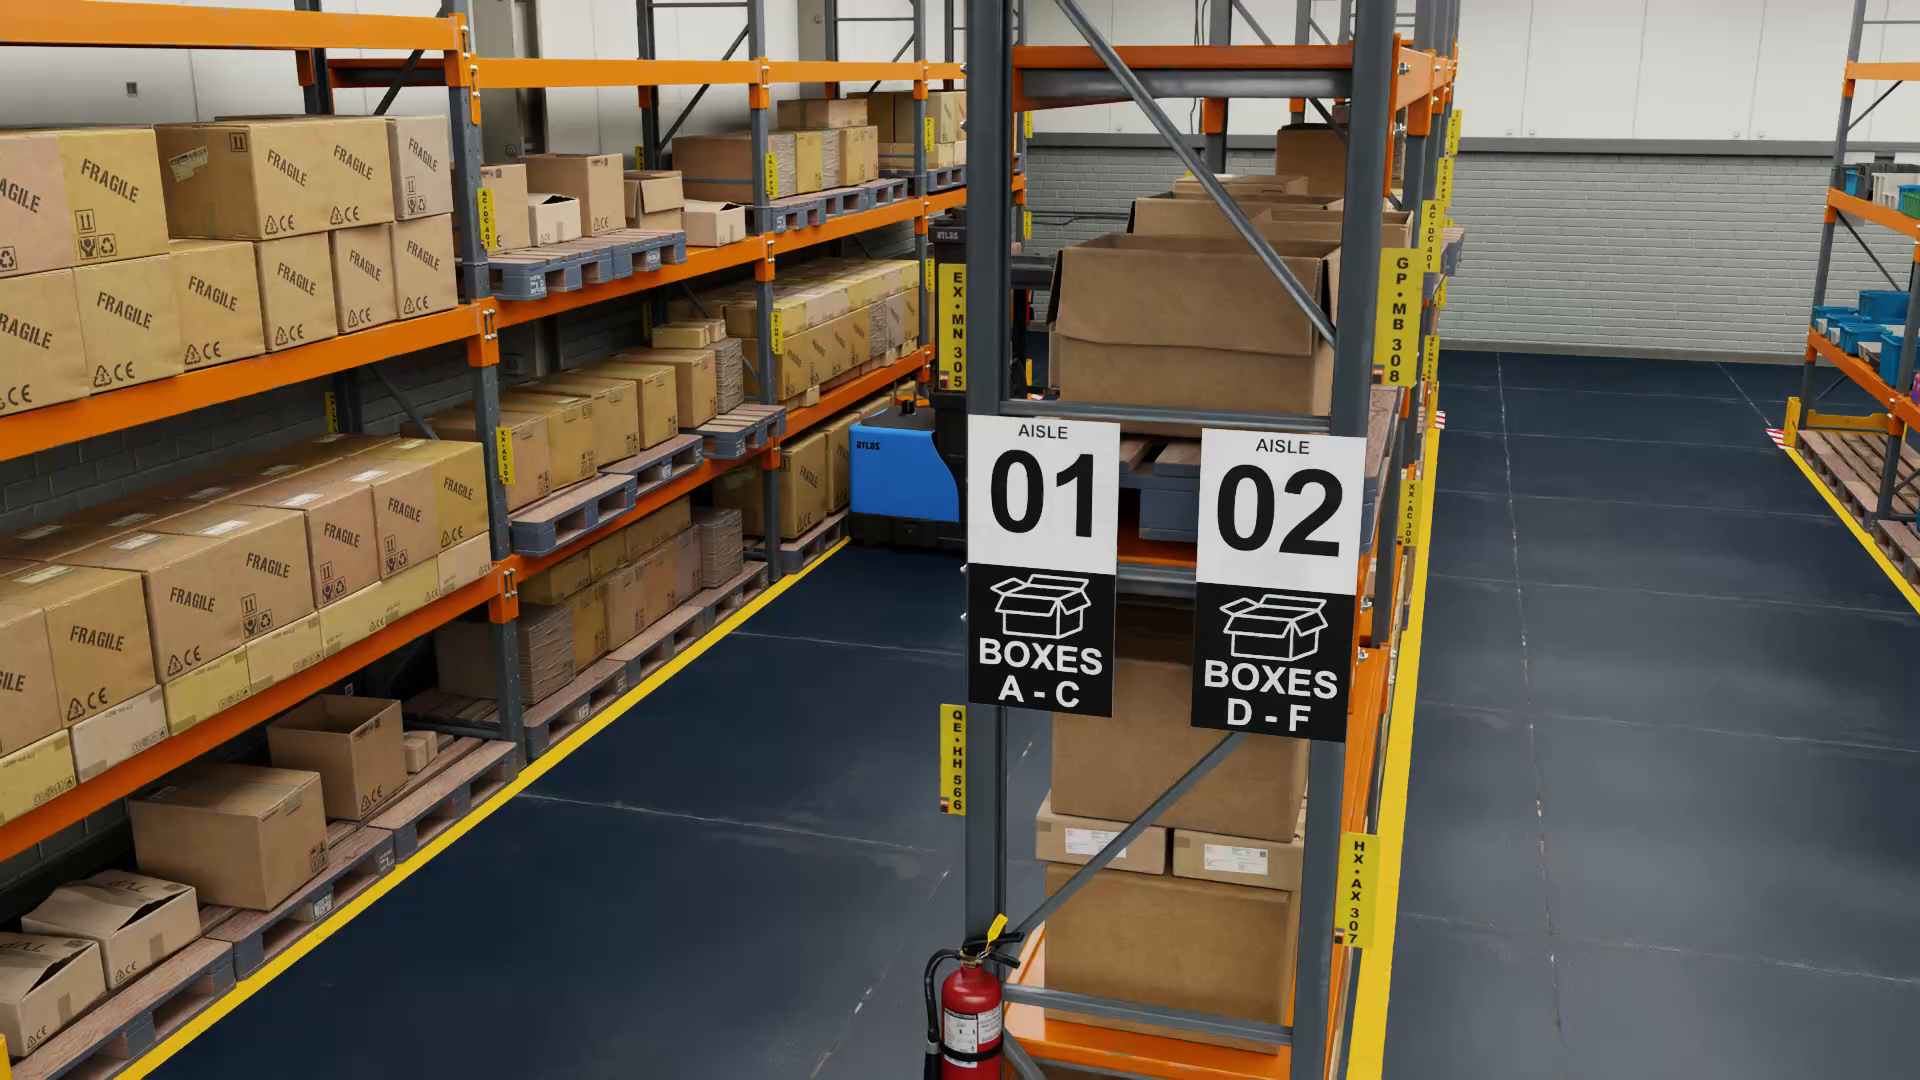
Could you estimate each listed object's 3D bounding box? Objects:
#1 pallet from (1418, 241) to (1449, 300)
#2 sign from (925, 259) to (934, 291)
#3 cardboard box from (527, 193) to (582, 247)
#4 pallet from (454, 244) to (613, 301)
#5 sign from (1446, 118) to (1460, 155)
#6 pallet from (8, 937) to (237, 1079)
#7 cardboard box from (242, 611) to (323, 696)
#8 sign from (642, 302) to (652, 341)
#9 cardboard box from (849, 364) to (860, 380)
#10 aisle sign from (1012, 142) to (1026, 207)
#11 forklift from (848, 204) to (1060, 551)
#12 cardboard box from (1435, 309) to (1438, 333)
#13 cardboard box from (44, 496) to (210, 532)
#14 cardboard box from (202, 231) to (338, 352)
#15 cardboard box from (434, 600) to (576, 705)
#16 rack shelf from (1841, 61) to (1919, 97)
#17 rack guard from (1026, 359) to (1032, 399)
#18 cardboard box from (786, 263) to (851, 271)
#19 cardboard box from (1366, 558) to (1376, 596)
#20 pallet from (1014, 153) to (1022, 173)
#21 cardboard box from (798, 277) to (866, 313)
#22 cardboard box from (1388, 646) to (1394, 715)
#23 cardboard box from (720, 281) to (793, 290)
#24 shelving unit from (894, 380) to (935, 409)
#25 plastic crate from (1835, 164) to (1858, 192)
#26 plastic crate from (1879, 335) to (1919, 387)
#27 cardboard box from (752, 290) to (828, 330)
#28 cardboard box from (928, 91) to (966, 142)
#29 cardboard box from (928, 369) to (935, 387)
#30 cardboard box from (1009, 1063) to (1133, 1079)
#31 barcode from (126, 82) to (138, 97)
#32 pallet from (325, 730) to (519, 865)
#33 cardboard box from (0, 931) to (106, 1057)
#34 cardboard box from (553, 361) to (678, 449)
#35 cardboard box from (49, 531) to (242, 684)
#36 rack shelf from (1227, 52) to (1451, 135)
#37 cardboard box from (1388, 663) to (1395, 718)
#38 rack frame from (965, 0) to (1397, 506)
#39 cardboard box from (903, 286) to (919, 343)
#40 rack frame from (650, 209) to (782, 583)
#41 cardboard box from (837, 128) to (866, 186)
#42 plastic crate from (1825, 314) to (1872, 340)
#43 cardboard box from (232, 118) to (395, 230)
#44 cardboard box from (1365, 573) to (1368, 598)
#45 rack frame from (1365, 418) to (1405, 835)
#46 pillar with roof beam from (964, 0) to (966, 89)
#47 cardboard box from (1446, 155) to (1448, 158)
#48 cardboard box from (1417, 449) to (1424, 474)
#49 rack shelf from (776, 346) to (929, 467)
[{"bbox_3d":[2.362,-1.639,9.959,1.003,0.211,1.213,5,17,18],"label":"pallet"},{"bbox_3d":[-0.307,-2.673,16.779,0.100,0.325,0.005,5,16,16],"label":"sign"},{"bbox_3d":[-2.696,-2.001,10.282,0.500,0.311,0.500,5,17,18],"label":"cardboard box"},{"bbox_3d":[-2.826,-1.606,9.843,1.213,0.211,1.003,5,16,16],"label":"pallet"},{"bbox_3d":[4.454,-3.649,15.032,0.100,0.325,0.005,5,16,16],"label":"sign"},{"bbox_3d":[-3.953,2.058,7.187,1.003,0.211,1.213,5,16,16],"label":"pallet"},{"bbox_3d":[-3.367,0.504,7.794,0.500,0.250,0.500,5,17,16],"label":"cardboard box"},{"bbox_3d":[-2.499,-1.746,13.366,0.100,0.325,0.005,5,16,16],"label":"sign"},{"bbox_3d":[-1.144,-1.574,15.306,0.380,0.149,0.250,5,17,18],"label":"cardboard box"},{"bbox_3d":[0.615,-4.486,20.384,0.394,0.787,0.004,5,16,16],"label":"aisle sign"},{"bbox_3d":[0.590,-1.351,14.222,3.031,2.935,1.130,6,17,19],"label":"forklift"},{"bbox_3d":[4.900,-2.500,17.965,0.500,0.500,0.500,5,17,16],"label":"cardboard box"},{"bbox_3d":[-3.871,0.110,7.809,0.500,0.500,0.500,5,17,17],"label":"cardboard box"},{"bbox_3d":[-3.287,-1.171,7.743,0.500,0.500,0.500,4,16,14],"label":"cardboard box"},{"bbox_3d":[-2.910,0.697,10.651,0.700,0.500,0.500,5,17,18],"label":"cardboard box"},{"bbox_3d":[9.237,-4.296,15.536,1.077,0.370,4.000,5,16,16],"label":"rack shelf"},{"bbox_3d":[0.314,-2.044,21.118,1.175,0.500,0.348,5,16,16],"label":"rack guard"},{"bbox_3d":[-1.352,-2.517,16.069,0.500,0.250,0.500,5,17,17],"label":"cardboard box"},{"bbox_3d":[2.095,0.188,9.131,0.380,0.149,0.250,5,16,16],"label":"cardboard box"},{"bbox_3d":[0.106,-4.445,19.670,1.003,0.211,1.213,5,16,16],"label":"pallet"},{"bbox_3d":[-1.161,-2.213,14.996,0.500,0.250,0.500,4,16,15],"label":"cardboard box"},{"bbox_3d":[2.297,0.779,9.828,0.500,0.311,0.500,4,16,14],"label":"cardboard box"},{"bbox_3d":[-1.787,-2.116,14.655,0.500,0.250,0.500,4,16,14],"label":"cardboard box"},{"bbox_3d":[-0.414,-0.868,15.692,0.258,1.200,0.503,-7,17,-23],"label":"shelving unit"},{"bbox_3d":[9.429,-3.773,17.376,0.497,0.269,0.590,5,16,16],"label":"plastic crate"},{"bbox_3d":[8.475,-1.595,14.875,0.392,0.384,0.575,5,16,16],"label":"plastic crate"},{"bbox_3d":[-1.438,-1.948,14.061,0.500,0.250,0.500,4,16,15],"label":"cardboard box"},{"bbox_3d":[-0.218,-4.475,17.560,0.500,0.500,0.500,4,16,15],"label":"cardboard box"},{"bbox_3d":[-0.247,-1.768,18.188,0.380,0.149,0.250,5,17,18],"label":"cardboard box"},{"bbox_3d":[0.378,1.926,5.437,0.500,0.500,0.500,5,16,16],"label":"cardboard box"},{"bbox_3d":[-3.910,-2.127,7.853,0.001,0.075,0.075,5,16,16],"label":"barcode"},{"bbox_3d":[-3.260,1.420,9.438,1.003,0.211,1.213,5,16,16],"label":"pallet"},{"bbox_3d":[-3.957,1.854,6.917,0.500,0.311,0.500,3,16,10],"label":"cardboard box"},{"bbox_3d":[-2.423,-0.955,11.711,0.700,0.500,0.500,5,16,16],"label":"cardboard box"},{"bbox_3d":[-3.513,0.283,7.198,0.500,0.500,0.500,4,16,14],"label":"cardboard box"},{"bbox_3d":[2.216,-2.588,9.514,1.077,0.370,4.000,5,16,16],"label":"rack shelf"},{"bbox_3d":[2.436,0.915,10.376,0.500,0.250,0.500,5,17,17],"label":"cardboard box"},{"bbox_3d":[0.511,-1.557,3.827,1.000,3.000,0.127,5,16,16],"label":"rack frame"},{"bbox_3d":[-0.719,-2.254,16.514,0.500,0.500,0.500,4,16,15],"label":"cardboard box"},{"bbox_3d":[-1.966,-1.147,13.376,1.000,3.000,0.127,5,16,16],"label":"rack frame"},{"bbox_3d":[-1.281,-3.524,15.269,0.700,0.500,0.500,4,16,15],"label":"cardboard box"},{"bbox_3d":[9.233,-2.209,17.316,0.416,0.233,0.300,5,16,16],"label":"plastic crate"},{"bbox_3d":[-3.132,-1.785,8.077,0.500,0.500,0.500,6,17,19],"label":"cardboard box"},{"bbox_3d":[1.631,0.144,7.454,0.380,0.149,0.250,4,16,14],"label":"cardboard box"},{"bbox_3d":[1.647,0.283,8.335,1.000,3.000,0.127,5,16,16],"label":"rack frame"},{"bbox_3d":[4.373,-6.566,21.486,9.100,9.000,0.400,5,16,16],"label":"pillar with roof beam"},{"bbox_3d":[4.591,-3.790,16.558,0.500,0.250,0.500,5,16,16],"label":"cardboard box"},{"bbox_3d":[3.907,-0.539,15.008,0.500,0.500,0.500,5,16,16],"label":"cardboard box"},{"bbox_3d":[-1.398,-1.324,15.319,1.077,0.370,4.000,5,16,16],"label":"rack shelf"}]
